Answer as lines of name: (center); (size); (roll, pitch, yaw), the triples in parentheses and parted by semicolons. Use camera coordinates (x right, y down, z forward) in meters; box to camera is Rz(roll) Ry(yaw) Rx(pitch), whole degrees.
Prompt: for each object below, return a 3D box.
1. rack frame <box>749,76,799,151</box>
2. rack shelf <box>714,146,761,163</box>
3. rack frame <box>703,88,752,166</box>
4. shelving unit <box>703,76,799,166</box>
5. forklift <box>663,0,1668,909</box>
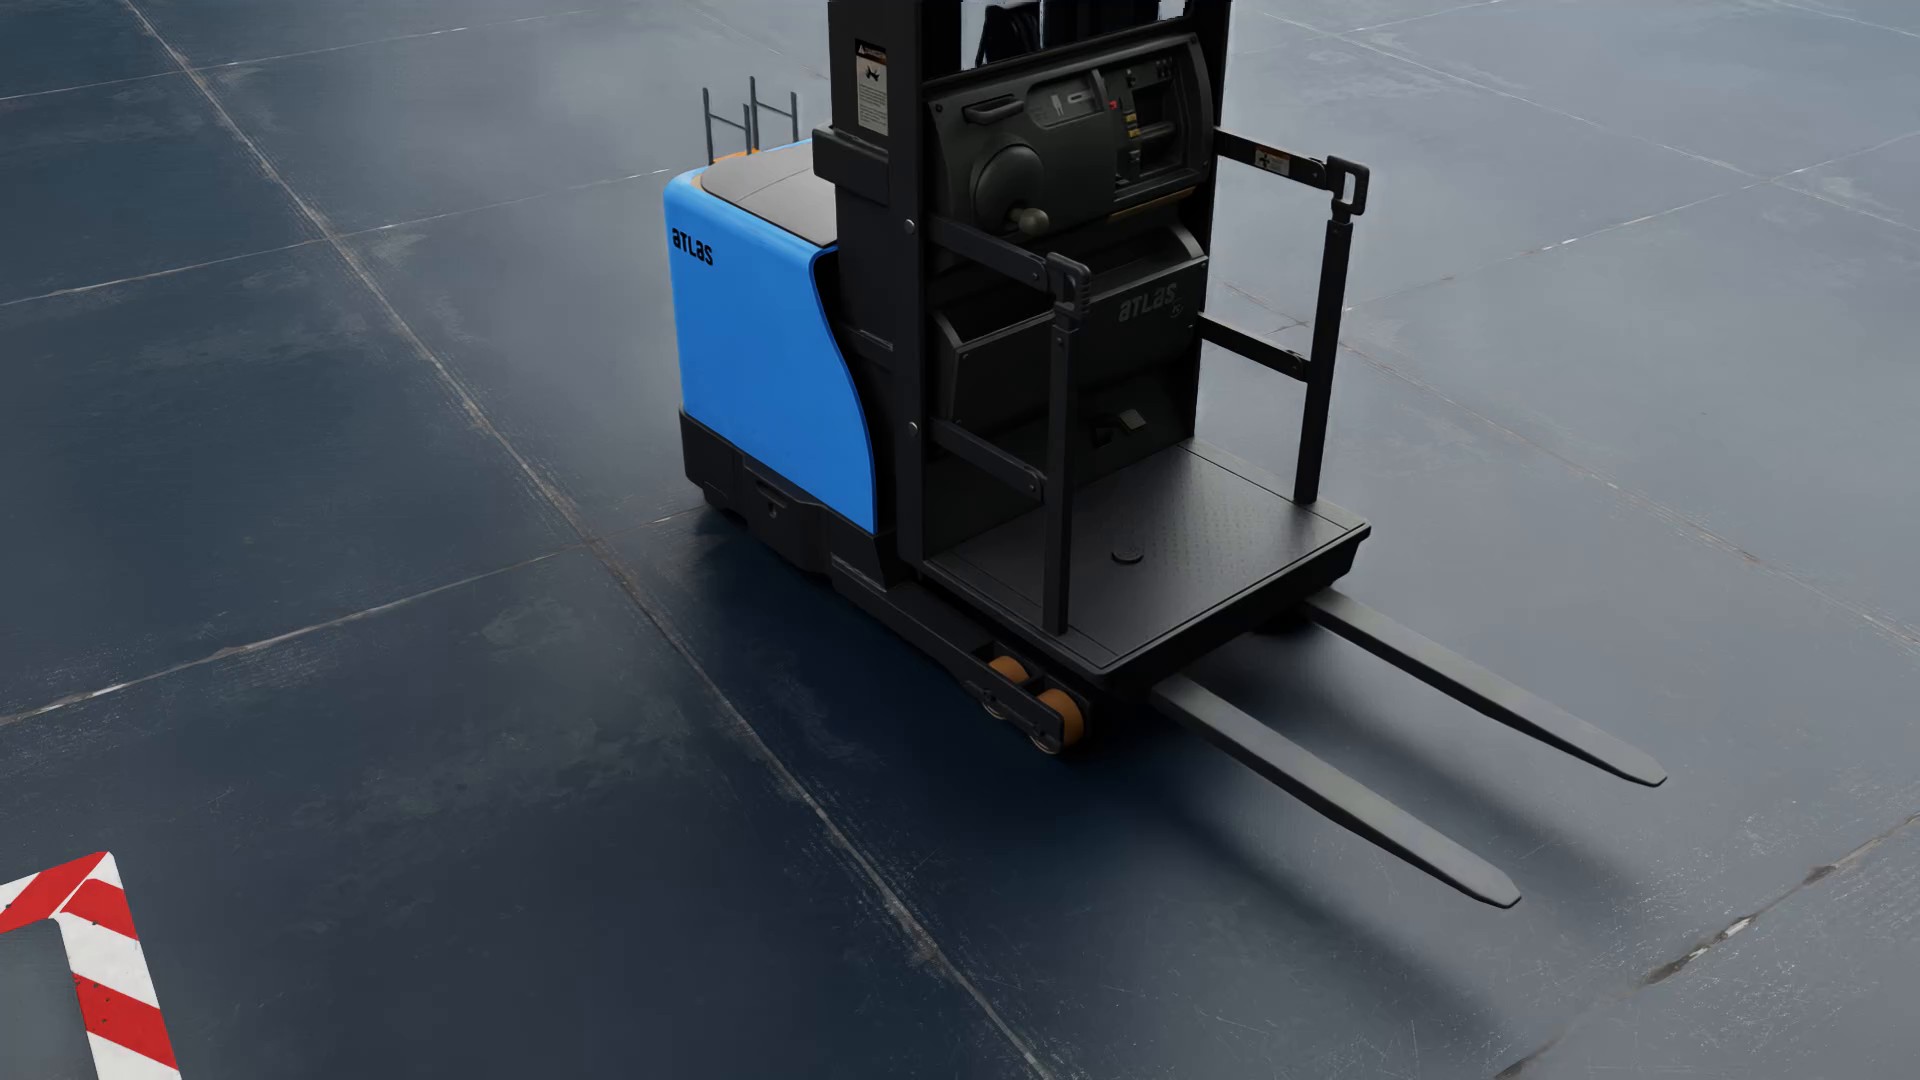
rack frame: (-0.599, -0.946, 5.626); (0.006, 1.200, 0.240); (-26, 40, -35)
rack shelf: (-0.666, -1.181, 5.405); (0.180, 0.103, 0.258); (-26, 40, -35)
rack frame: (-0.734, -0.881, 5.522); (0.006, 1.200, 0.240); (-26, 40, -35)
shelving unit: (-0.666, -0.914, 5.574); (0.189, 1.200, 0.258); (-26, 40, -35)
forklift: (0.439, -0.986, 4.066); (1.130, 2.935, 3.031); (-25, 40, -34)
